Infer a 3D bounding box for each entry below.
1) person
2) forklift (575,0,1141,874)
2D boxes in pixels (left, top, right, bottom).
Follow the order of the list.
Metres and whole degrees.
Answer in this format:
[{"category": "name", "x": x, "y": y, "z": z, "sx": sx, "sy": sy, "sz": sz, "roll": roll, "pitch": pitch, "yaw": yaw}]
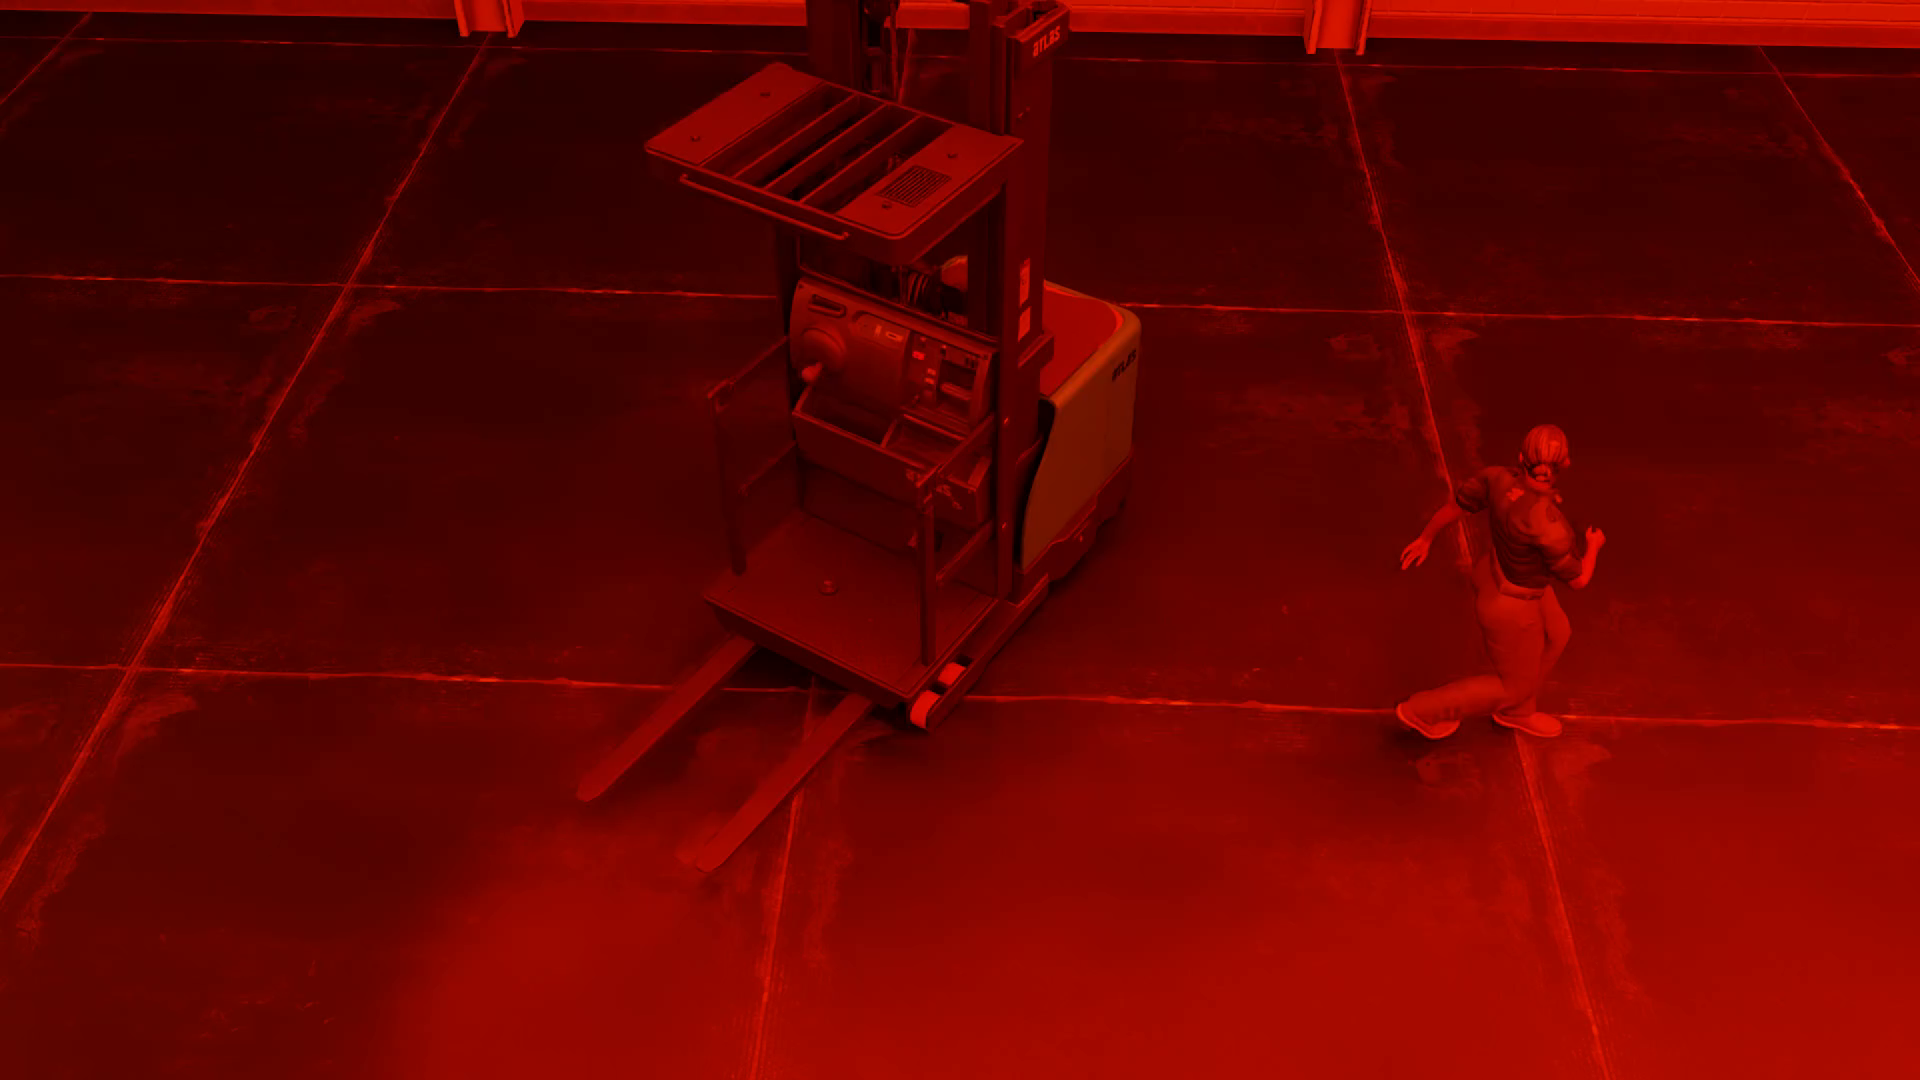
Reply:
[{"category": "person", "x": 2.163, "y": 0.190, "z": 6.557, "sx": 0.776, "sy": 1.582, "sz": 0.507, "roll": 3, "pitch": 42, "yaw": 3}, {"category": "forklift", "x": -0.400, "y": -0.647, "z": 6.451, "sx": 1.130, "sy": 2.935, "sz": 3.031, "roll": 24, "pitch": 47, "yaw": 24}]
